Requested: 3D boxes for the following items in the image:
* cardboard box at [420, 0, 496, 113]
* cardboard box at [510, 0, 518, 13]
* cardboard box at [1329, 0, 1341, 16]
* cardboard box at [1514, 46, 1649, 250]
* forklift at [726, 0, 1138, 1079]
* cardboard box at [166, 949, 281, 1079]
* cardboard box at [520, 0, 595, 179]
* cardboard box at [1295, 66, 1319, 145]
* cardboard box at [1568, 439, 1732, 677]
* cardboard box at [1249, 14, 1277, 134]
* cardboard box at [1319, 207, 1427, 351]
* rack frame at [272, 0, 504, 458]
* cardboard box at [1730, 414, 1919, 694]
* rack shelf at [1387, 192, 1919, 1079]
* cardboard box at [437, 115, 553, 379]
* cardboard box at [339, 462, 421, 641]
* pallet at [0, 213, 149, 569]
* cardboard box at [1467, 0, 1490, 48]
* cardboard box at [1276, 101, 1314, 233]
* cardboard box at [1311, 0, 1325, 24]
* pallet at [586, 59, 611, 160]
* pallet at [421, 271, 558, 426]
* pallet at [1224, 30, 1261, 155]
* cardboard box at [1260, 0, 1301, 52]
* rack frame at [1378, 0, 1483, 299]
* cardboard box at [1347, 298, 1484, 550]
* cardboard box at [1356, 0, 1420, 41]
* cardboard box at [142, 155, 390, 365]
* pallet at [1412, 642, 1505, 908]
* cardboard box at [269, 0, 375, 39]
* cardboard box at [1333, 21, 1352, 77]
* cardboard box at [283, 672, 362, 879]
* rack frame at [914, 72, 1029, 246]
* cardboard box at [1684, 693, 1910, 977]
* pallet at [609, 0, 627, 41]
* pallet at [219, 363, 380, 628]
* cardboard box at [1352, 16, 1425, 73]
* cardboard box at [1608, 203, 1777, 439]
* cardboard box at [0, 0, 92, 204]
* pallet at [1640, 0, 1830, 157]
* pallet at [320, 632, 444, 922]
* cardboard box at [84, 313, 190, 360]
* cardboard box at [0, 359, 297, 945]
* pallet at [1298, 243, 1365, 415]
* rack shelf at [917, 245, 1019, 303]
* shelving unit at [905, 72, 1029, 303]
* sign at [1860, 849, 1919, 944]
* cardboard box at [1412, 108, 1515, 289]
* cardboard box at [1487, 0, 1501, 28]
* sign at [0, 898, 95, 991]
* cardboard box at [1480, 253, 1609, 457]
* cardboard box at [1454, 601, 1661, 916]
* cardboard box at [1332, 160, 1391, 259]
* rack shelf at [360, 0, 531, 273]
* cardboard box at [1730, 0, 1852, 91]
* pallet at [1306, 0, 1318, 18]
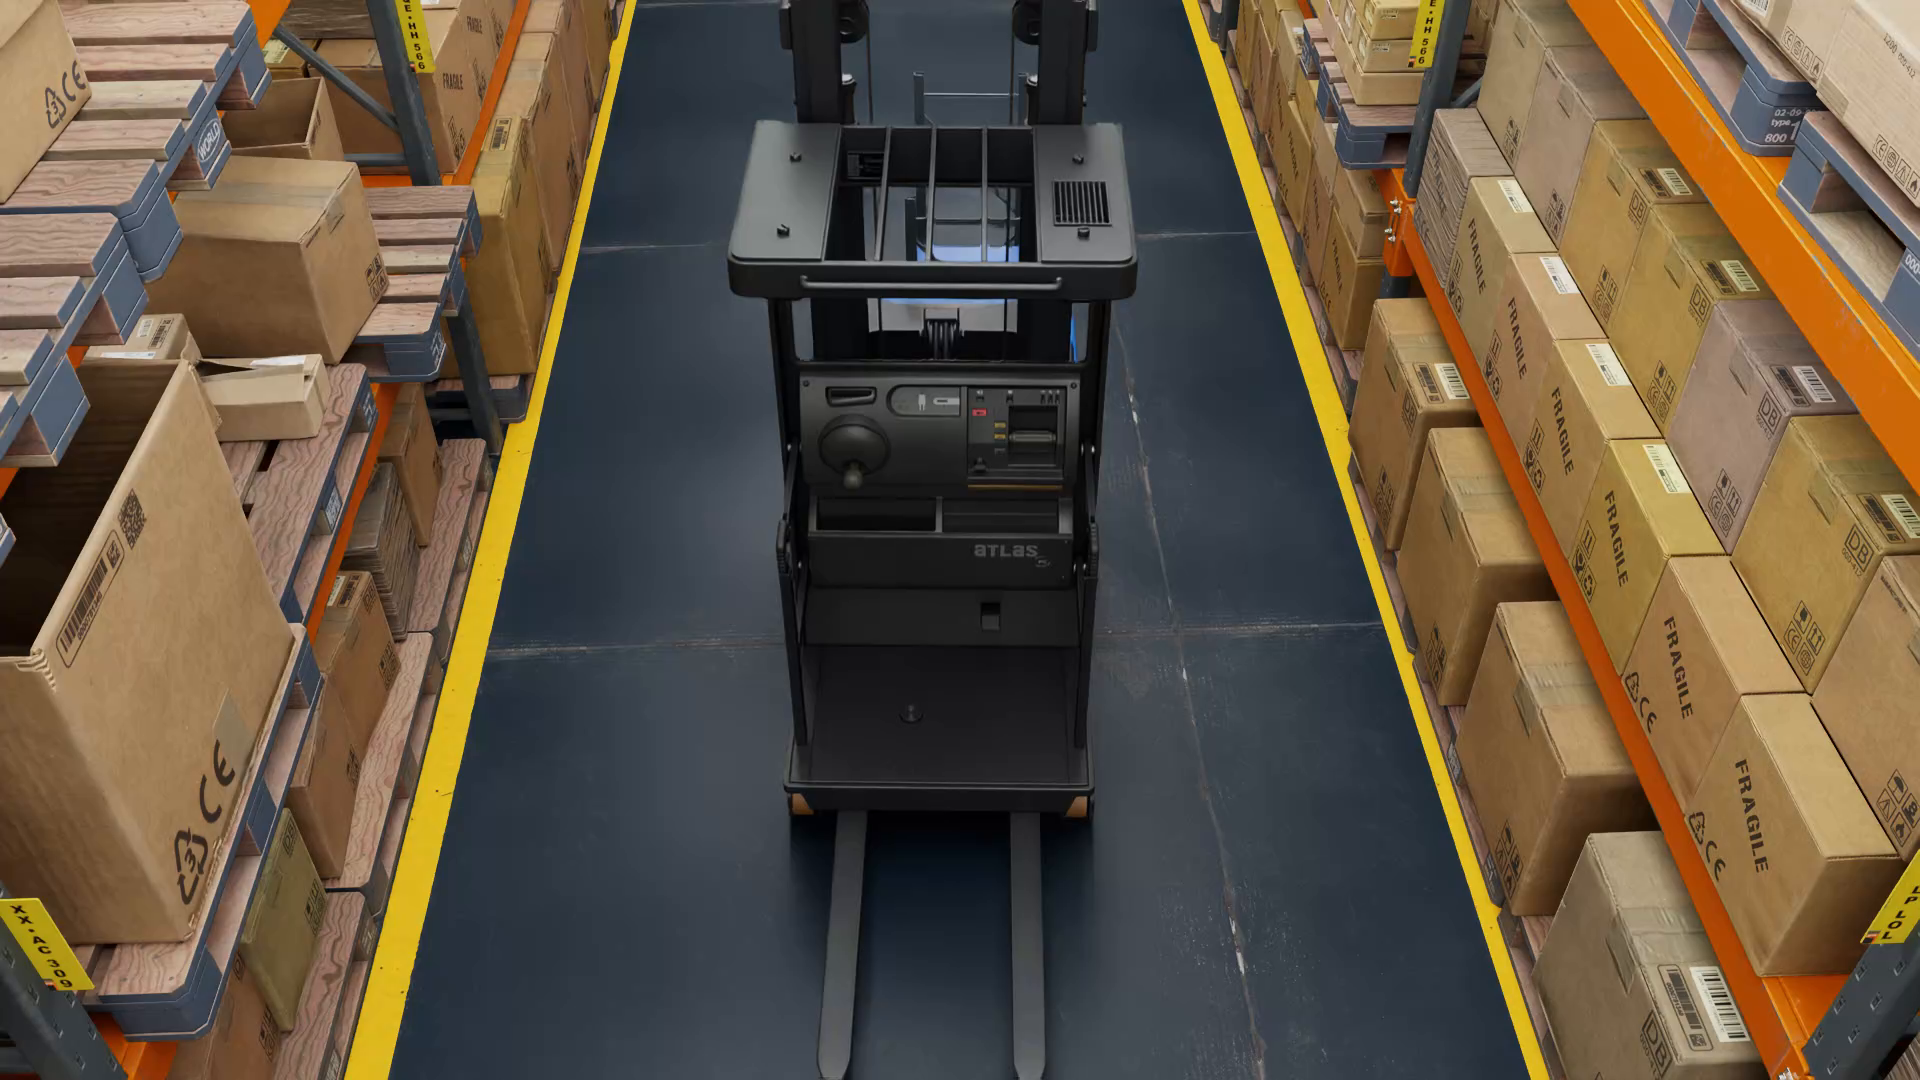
[{"bbox_3d":[-2.396,-2.235,7.395,0.500,0.500,0.500,-3,43,-3],"label":"cardboard box"},{"bbox_3d":[-2.441,-2.919,8.140,0.500,0.500,0.500,-1,43,-2],"label":"cardboard box"},{"bbox_3d":[1.834,-2.438,7.345,0.380,0.149,0.250,-1,43,-1],"label":"cardboard box"},{"bbox_3d":[2.368,-1.349,5.688,0.700,0.500,0.500,-2,43,-2],"label":"cardboard box"},{"bbox_3d":[-0.068,-0.275,5.381,1.130,2.935,3.031,1,43,1],"label":"forklift"},{"bbox_3d":[-2.458,1.530,4.885,0.700,0.500,0.500,-5,43,-5],"label":"cardboard box"},{"bbox_3d":[-2.707,-2.552,9.075,1.225,0.875,0.875,-3,43,-3],"label":"cardboard box"},{"bbox_3d":[2.007,-2.237,8.454,0.500,0.250,0.500,-1,43,-1],"label":"cardboard box"},{"bbox_3d":[2.174,0.048,4.904,0.500,0.500,0.500,-1,43,-1],"label":"cardboard box"},{"bbox_3d":[1.957,-2.659,9.470,0.500,0.500,0.500,0,43,0],"label":"cardboard box"},{"bbox_3d":[2.047,-1.259,7.942,0.500,0.500,0.500,-2,43,-2],"label":"cardboard box"},{"bbox_3d":[-2.623,-1.514,6.682,1.000,3.000,0.127,-2,43,-2],"label":"rack frame"},{"bbox_3d":[2.455,0.024,4.190,0.700,0.500,0.500,-2,43,-2],"label":"cardboard box"},{"bbox_3d":[2.421,0.027,5.533,1.077,0.370,4.000,-2,43,-2],"label":"rack shelf"},{"bbox_3d":[-2.632,-1.352,7.767,1.225,0.875,0.875,-3,43,-4],"label":"cardboard box"},{"bbox_3d":[-2.539,0.071,6.477,0.700,0.500,0.500,-5,43,-5],"label":"cardboard box"},{"bbox_3d":[-2.373,-0.270,3.244,1.213,0.211,1.003,-2,43,-2],"label":"pallet"},{"bbox_3d":[2.496,-2.322,7.438,0.380,0.149,0.250,0,43,0],"label":"cardboard box"},{"bbox_3d":[1.990,-1.966,8.714,0.500,0.500,0.500,-3,43,-4],"label":"cardboard box"},{"bbox_3d":[1.829,-2.480,7.611,0.380,0.149,0.250,-2,43,-2],"label":"cardboard box"},{"bbox_3d":[-2.685,-2.668,10.005,1.003,0.211,1.213,-2,43,-2],"label":"pallet"},{"bbox_3d":[-2.582,-1.021,8.207,1.003,0.211,1.213,-2,43,-2],"label":"pallet"},{"bbox_3d":[2.201,-2.735,10.078,1.003,0.211,1.213,-2,43,-2],"label":"pallet"},{"bbox_3d":[1.959,-2.933,9.214,0.500,0.250,0.500,-1,43,-1],"label":"cardboard box"},{"bbox_3d":[2.336,-1.588,6.763,1.000,3.000,0.127,-2,43,-2],"label":"rack frame"},{"bbox_3d":[2.272,-0.500,6.930,1.050,0.750,0.750,-2,43,-2],"label":"cardboard box"},{"bbox_3d":[1.857,-2.188,6.852,0.380,0.149,0.250,-3,43,-3],"label":"cardboard box"},{"bbox_3d":[-2.437,-0.969,5.702,0.700,0.500,0.500,4,43,5],"label":"cardboard box"},{"bbox_3d":[2.343,0.796,6.226,1.003,0.211,1.213,-2,43,-2],"label":"pallet"},{"bbox_3d":[-2.638,-2.415,6.848,0.797,0.503,0.637,0,43,0],"label":"cardboard box"},{"bbox_3d":[1.847,-2.138,7.238,0.380,0.149,0.250,-2,43,-2],"label":"cardboard box"},{"bbox_3d":[-2.484,0.830,5.649,0.700,0.500,0.500,-5,43,-5],"label":"cardboard box"},{"bbox_3d":[0.049,-1.478,7.752,0.500,1.500,0.032,1,43,1],"label":"rack frame"},{"bbox_3d":[2.217,0.730,4.159,0.500,0.500,0.500,-2,43,-2],"label":"cardboard box"},{"bbox_3d":[-2.747,-3.702,11.133,1.003,0.211,1.213,-2,43,-2],"label":"pallet"},{"bbox_3d":[-2.498,-0.108,5.290,1.003,0.211,1.213,-2,43,-2],"label":"pallet"},{"bbox_3d":[1.860,-2.081,6.955,0.380,0.149,0.250,-1,43,-1],"label":"cardboard box"},{"bbox_3d":[2.414,-0.658,4.934,0.700,0.500,0.500,-2,43,-2],"label":"cardboard box"},{"bbox_3d":[-2.416,-1.069,3.589,0.797,0.503,0.637,0,43,0],"label":"cardboard box"},{"bbox_3d":[2.467,-1.437,4.517,1.003,0.211,1.213,0,43,0],"label":"pallet"},{"bbox_3d":[-2.543,0.863,6.152,1.003,0.211,1.213,-2,43,-2],"label":"pallet"},{"bbox_3d":[-2.782,-0.476,5.349,0.500,0.250,0.500,-3,43,-3],"label":"cardboard box"},{"bbox_3d":[-2.347,0.270,3.981,1.000,1.000,1.000,-1,43,-2],"label":"cardboard box"},{"bbox_3d":[2.305,-1.088,8.281,1.003,0.211,1.213,-2,43,-2],"label":"pallet"},{"bbox_3d":[0.042,-1.002,7.499,0.538,0.185,1.000,1,43,1],"label":"rack shelf"},{"bbox_3d":[0.042,-1.134,7.378,0.538,1.500,1.048,1,43,1],"label":"shelving unit"},{"bbox_3d":[1.964,0.736,3.428,0.100,0.325,0.005,-2,43,-2],"label":"sign"},{"bbox_3d":[2.086,-1.314,6.390,0.500,0.500,0.500,-1,43,-1],"label":"cardboard box"},{"bbox_3d":[2.503,-2.275,7.168,0.380,0.149,0.250,0,43,0],"label":"cardboard box"},{"bbox_3d":[-1.912,0.846,3.466,0.100,0.325,0.005,-2,43,-2],"label":"sign"},{"bbox_3d":[2.131,-0.631,5.644,0.500,0.500,0.500,-2,43,-2],"label":"cardboard box"},{"bbox_3d":[2.353,0.719,5.600,1.050,0.750,0.750,-2,43,-2],"label":"cardboard box"},{"bbox_3d":[2.045,-1.552,7.708,0.500,0.250,0.500,-3,43,-3],"label":"cardboard box"},{"bbox_3d":[-2.708,-2.599,8.398,1.077,0.370,4.000,-2,43,-2],"label":"rack shelf"},{"bbox_3d":[2.212,-1.330,3.942,0.500,0.311,0.500,-3,43,-3],"label":"cardboard box"},{"bbox_3d":[2.211,-2.853,8.285,1.003,0.211,1.213,-2,43,-2],"label":"pallet"}]
